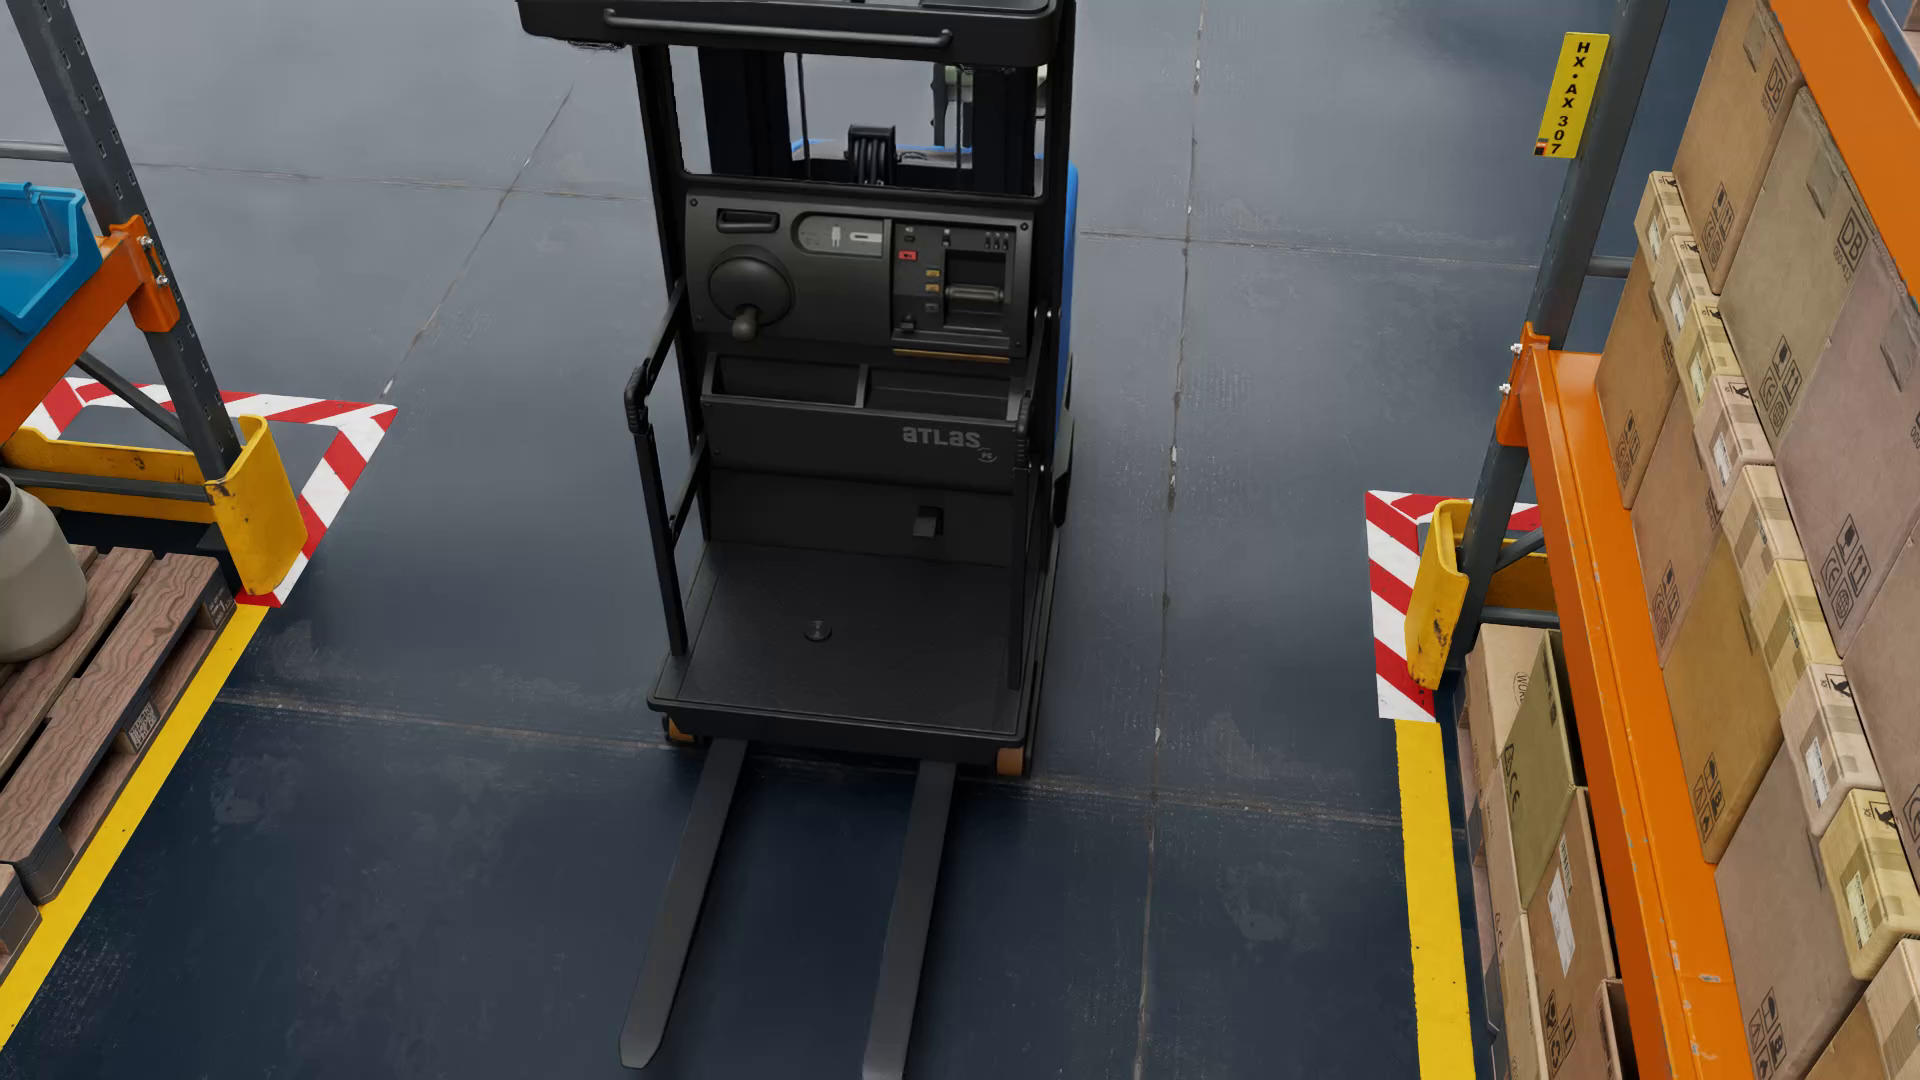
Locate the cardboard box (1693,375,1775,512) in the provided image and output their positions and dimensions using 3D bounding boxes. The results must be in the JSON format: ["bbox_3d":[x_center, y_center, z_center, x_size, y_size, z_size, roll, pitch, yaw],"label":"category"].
[{"bbox_3d":[1.654,-0.173,3.207,0.380,0.149,0.250,5,44,5],"label":"cardboard box"}]

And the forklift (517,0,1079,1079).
[{"bbox_3d":[-0.298,-0.617,4.270,1.130,2.935,3.031,5,44,6],"label":"forklift"}]

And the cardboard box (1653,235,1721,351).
[{"bbox_3d":[1.724,-0.515,3.568,0.380,0.149,0.250,4,44,4],"label":"cardboard box"}]

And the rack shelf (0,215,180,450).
[{"bbox_3d":[-3.152,0.501,3.563,1.077,0.370,4.000,5,44,6],"label":"rack shelf"}]

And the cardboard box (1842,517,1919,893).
[{"bbox_3d":[1.744,0.219,2.321,0.700,0.500,0.500,5,44,6],"label":"cardboard box"}]

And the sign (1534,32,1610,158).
[{"bbox_3d":[1.472,-1.069,4.010,0.100,0.325,0.005,5,44,6],"label":"sign"}]

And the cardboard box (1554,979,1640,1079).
[{"bbox_3d":[1.529,1.270,3.376,0.500,0.500,0.500,5,44,6],"label":"cardboard box"}]

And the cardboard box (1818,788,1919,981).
[{"bbox_3d":[1.518,0.532,2.462,0.380,0.149,0.250,7,44,7],"label":"cardboard box"}]

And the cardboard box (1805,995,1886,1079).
[{"bbox_3d":[1.679,1.014,2.425,0.700,0.500,0.500,6,44,6],"label":"cardboard box"}]

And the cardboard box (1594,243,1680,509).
[{"bbox_3d":[1.947,-0.390,3.908,0.700,0.500,0.500,5,44,6],"label":"cardboard box"}]

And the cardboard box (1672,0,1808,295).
[{"bbox_3d":[1.940,-0.825,3.424,0.700,0.500,0.500,5,44,6],"label":"cardboard box"}]

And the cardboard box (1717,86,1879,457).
[{"bbox_3d":[1.876,-0.466,3.045,0.700,0.500,0.500,4,44,4],"label":"cardboard box"}]

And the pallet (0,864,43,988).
[{"bbox_3d":[-3.128,1.327,4.195,1.003,0.211,1.213,5,44,6],"label":"pallet"}]

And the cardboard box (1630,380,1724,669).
[{"bbox_3d":[1.883,-0.032,3.529,0.700,0.500,0.500,6,44,7],"label":"cardboard box"}]

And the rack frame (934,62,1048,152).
[{"bbox_3d":[0.114,-1.132,5.854,0.400,1.500,0.023,5,44,6],"label":"rack frame"}]

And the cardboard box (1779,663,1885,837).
[{"bbox_3d":[1.552,0.353,2.652,0.380,0.149,0.250,6,44,6],"label":"cardboard box"}]

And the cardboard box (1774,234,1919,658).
[{"bbox_3d":[1.810,-0.123,2.682,0.700,0.500,0.500,5,44,6],"label":"cardboard box"}]

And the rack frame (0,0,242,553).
[{"bbox_3d":[-2.888,-1.124,4.755,1.000,3.000,0.127,5,44,6],"label":"rack frame"}]

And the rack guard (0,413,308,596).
[{"bbox_3d":[-2.851,-0.160,5.555,1.175,0.500,0.348,5,44,6],"label":"rack guard"}]

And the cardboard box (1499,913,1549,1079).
[{"bbox_3d":[1.601,1.202,3.993,0.500,0.250,0.500,5,44,6],"label":"cardboard box"}]

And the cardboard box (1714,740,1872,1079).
[{"bbox_3d":[1.745,0.665,2.793,0.700,0.500,0.500,6,44,7],"label":"cardboard box"}]

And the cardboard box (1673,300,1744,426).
[{"bbox_3d":[1.690,-0.345,3.388,0.380,0.149,0.250,5,44,6],"label":"cardboard box"}]

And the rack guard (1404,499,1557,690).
[{"bbox_3d":[2.025,0.220,5.154,1.175,0.500,0.348,5,44,6],"label":"rack guard"}]

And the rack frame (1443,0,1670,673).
[{"bbox_3d":[2.022,-0.671,4.277,1.000,3.000,0.127,5,44,6],"label":"rack frame"}]

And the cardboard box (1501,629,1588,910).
[{"bbox_3d":[1.666,0.589,4.095,0.500,0.500,0.500,5,44,6],"label":"cardboard box"}]

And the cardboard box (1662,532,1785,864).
[{"bbox_3d":[1.811,0.306,3.173,0.700,0.500,0.500,6,44,6],"label":"cardboard box"}]

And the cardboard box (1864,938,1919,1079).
[{"bbox_3d":[1.486,0.713,2.271,0.380,0.149,0.250,6,44,7],"label":"cardboard box"}]

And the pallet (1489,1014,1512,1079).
[{"bbox_3d":[1.798,1.696,3.806,1.003,0.211,1.213,5,44,6],"label":"pallet"}]

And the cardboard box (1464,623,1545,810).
[{"bbox_3d":[1.730,0.520,4.713,0.500,0.250,0.500,5,44,6],"label":"cardboard box"}]

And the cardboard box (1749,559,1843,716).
[{"bbox_3d":[1.588,0.183,2.831,0.380,0.149,0.250,5,44,5],"label":"cardboard box"}]

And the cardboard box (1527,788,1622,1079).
[{"bbox_3d":[1.613,0.931,3.734,0.500,0.500,0.500,5,44,6],"label":"cardboard box"}]

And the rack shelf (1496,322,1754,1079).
[{"bbox_3d":[1.757,0.953,3.085,1.077,0.370,4.000,5,44,6],"label":"rack shelf"}]

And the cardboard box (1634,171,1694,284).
[{"bbox_3d":[1.756,-0.695,3.758,0.380,0.149,0.250,5,44,5],"label":"cardboard box"}]

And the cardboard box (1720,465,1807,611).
[{"bbox_3d":[1.621,0.009,3.015,0.380,0.149,0.250,4,44,4],"label":"cardboard box"}]

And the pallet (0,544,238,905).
[{"bbox_3d":[-2.964,0.498,5.070,1.003,0.211,1.213,5,44,6],"label":"pallet"}]

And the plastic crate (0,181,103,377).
[{"bbox_3d":[-2.657,-0.701,4.417,0.499,0.251,0.616,5,44,6],"label":"plastic crate"}]

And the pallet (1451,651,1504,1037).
[{"bbox_3d":[1.962,0.867,4.681,1.003,0.211,1.213,5,44,6],"label":"pallet"}]

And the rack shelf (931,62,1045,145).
[{"bbox_3d":[0.163,-1.665,5.850,0.431,0.370,0.720,5,44,6],"label":"rack shelf"}]

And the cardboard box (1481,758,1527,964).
[{"bbox_3d":[1.668,0.861,4.353,0.500,0.250,0.500,5,44,6],"label":"cardboard box"}]

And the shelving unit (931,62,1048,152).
[{"bbox_3d":[0.163,-1.381,6.118,0.431,1.500,0.755,5,44,6],"label":"shelving unit"}]

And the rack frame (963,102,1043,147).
[{"bbox_3d":[0.211,-1.631,6.381,0.400,1.500,0.023,5,44,6],"label":"rack frame"}]

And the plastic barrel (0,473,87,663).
[{"bbox_3d":[-2.899,0.083,4.985,0.421,0.512,0.421,0,43,0],"label":"plastic barrel"}]
